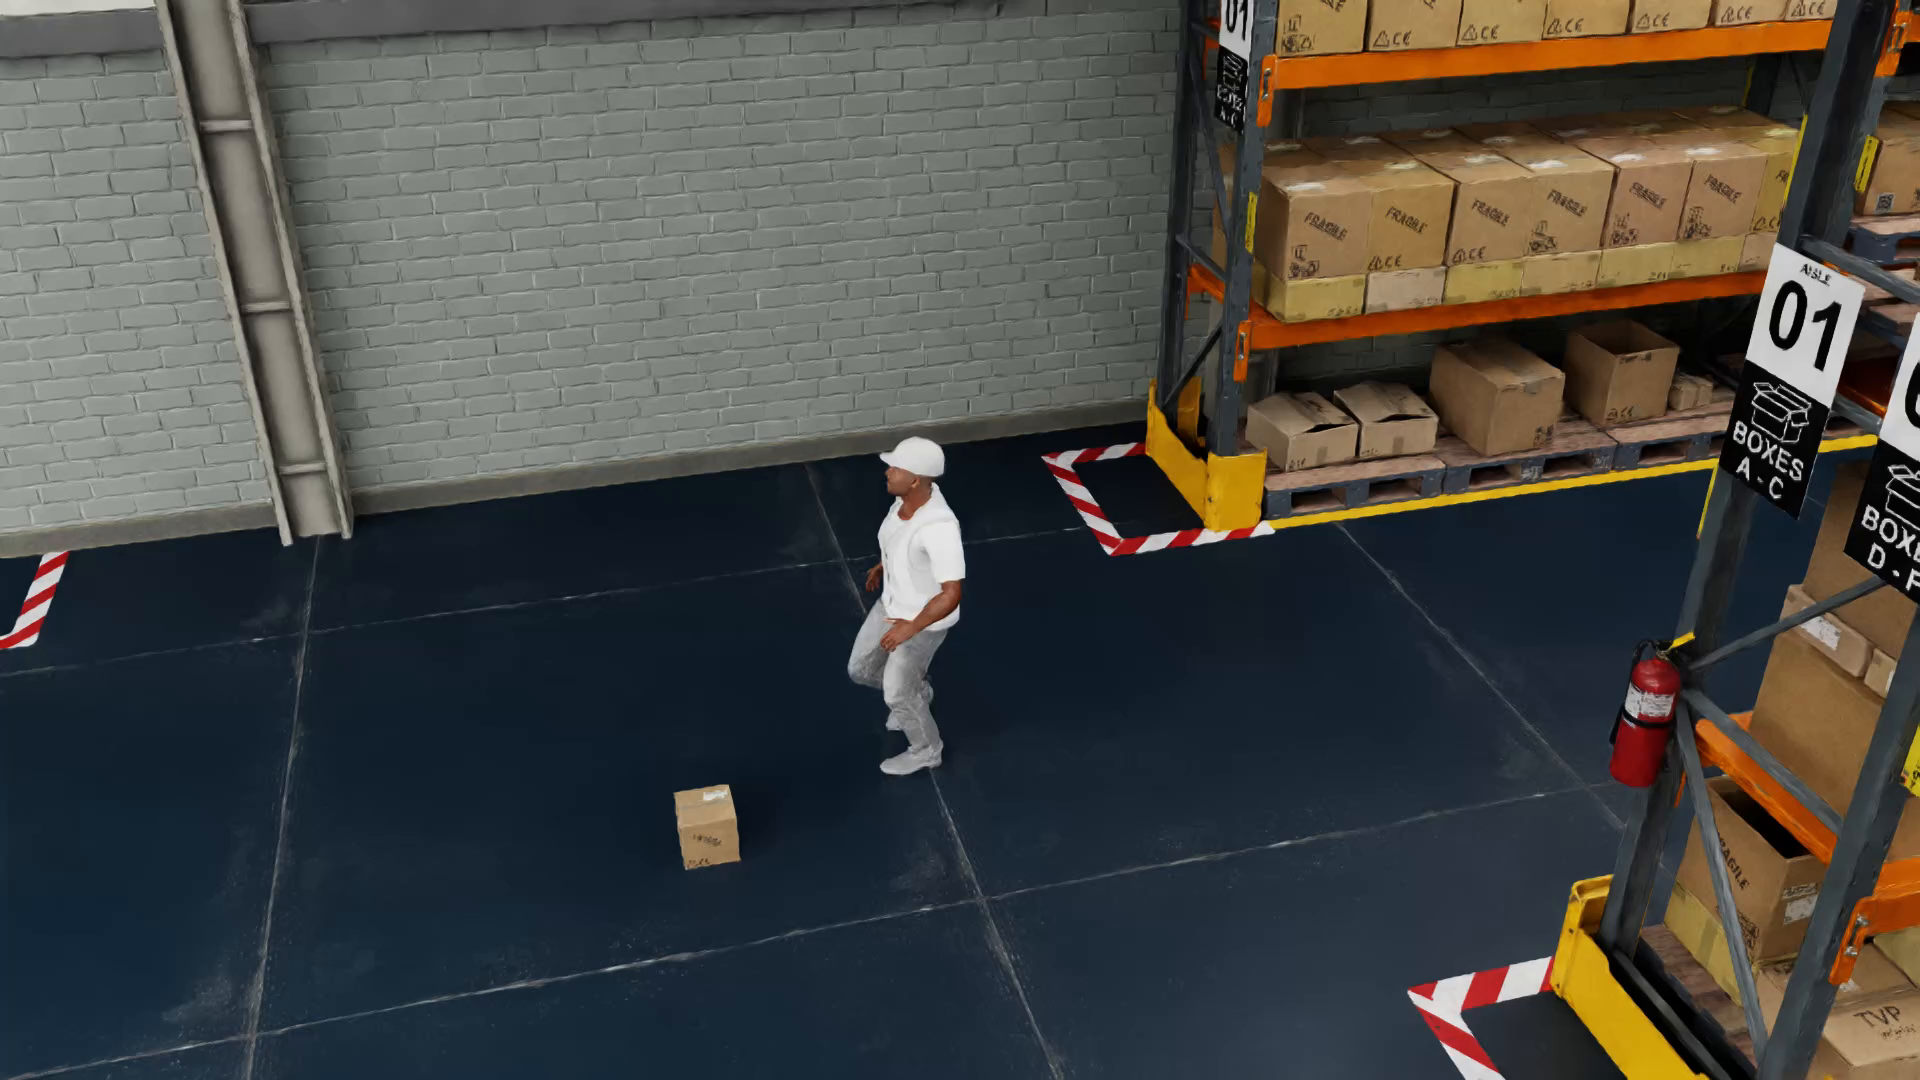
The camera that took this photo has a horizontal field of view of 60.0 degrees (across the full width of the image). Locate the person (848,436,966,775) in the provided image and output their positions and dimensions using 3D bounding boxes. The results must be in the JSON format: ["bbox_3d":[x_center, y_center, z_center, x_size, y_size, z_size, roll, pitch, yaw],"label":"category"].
[{"bbox_3d":[-0.231,0.334,7.669,0.522,1.731,0.746,-14,33,-23],"label":"person"}]
